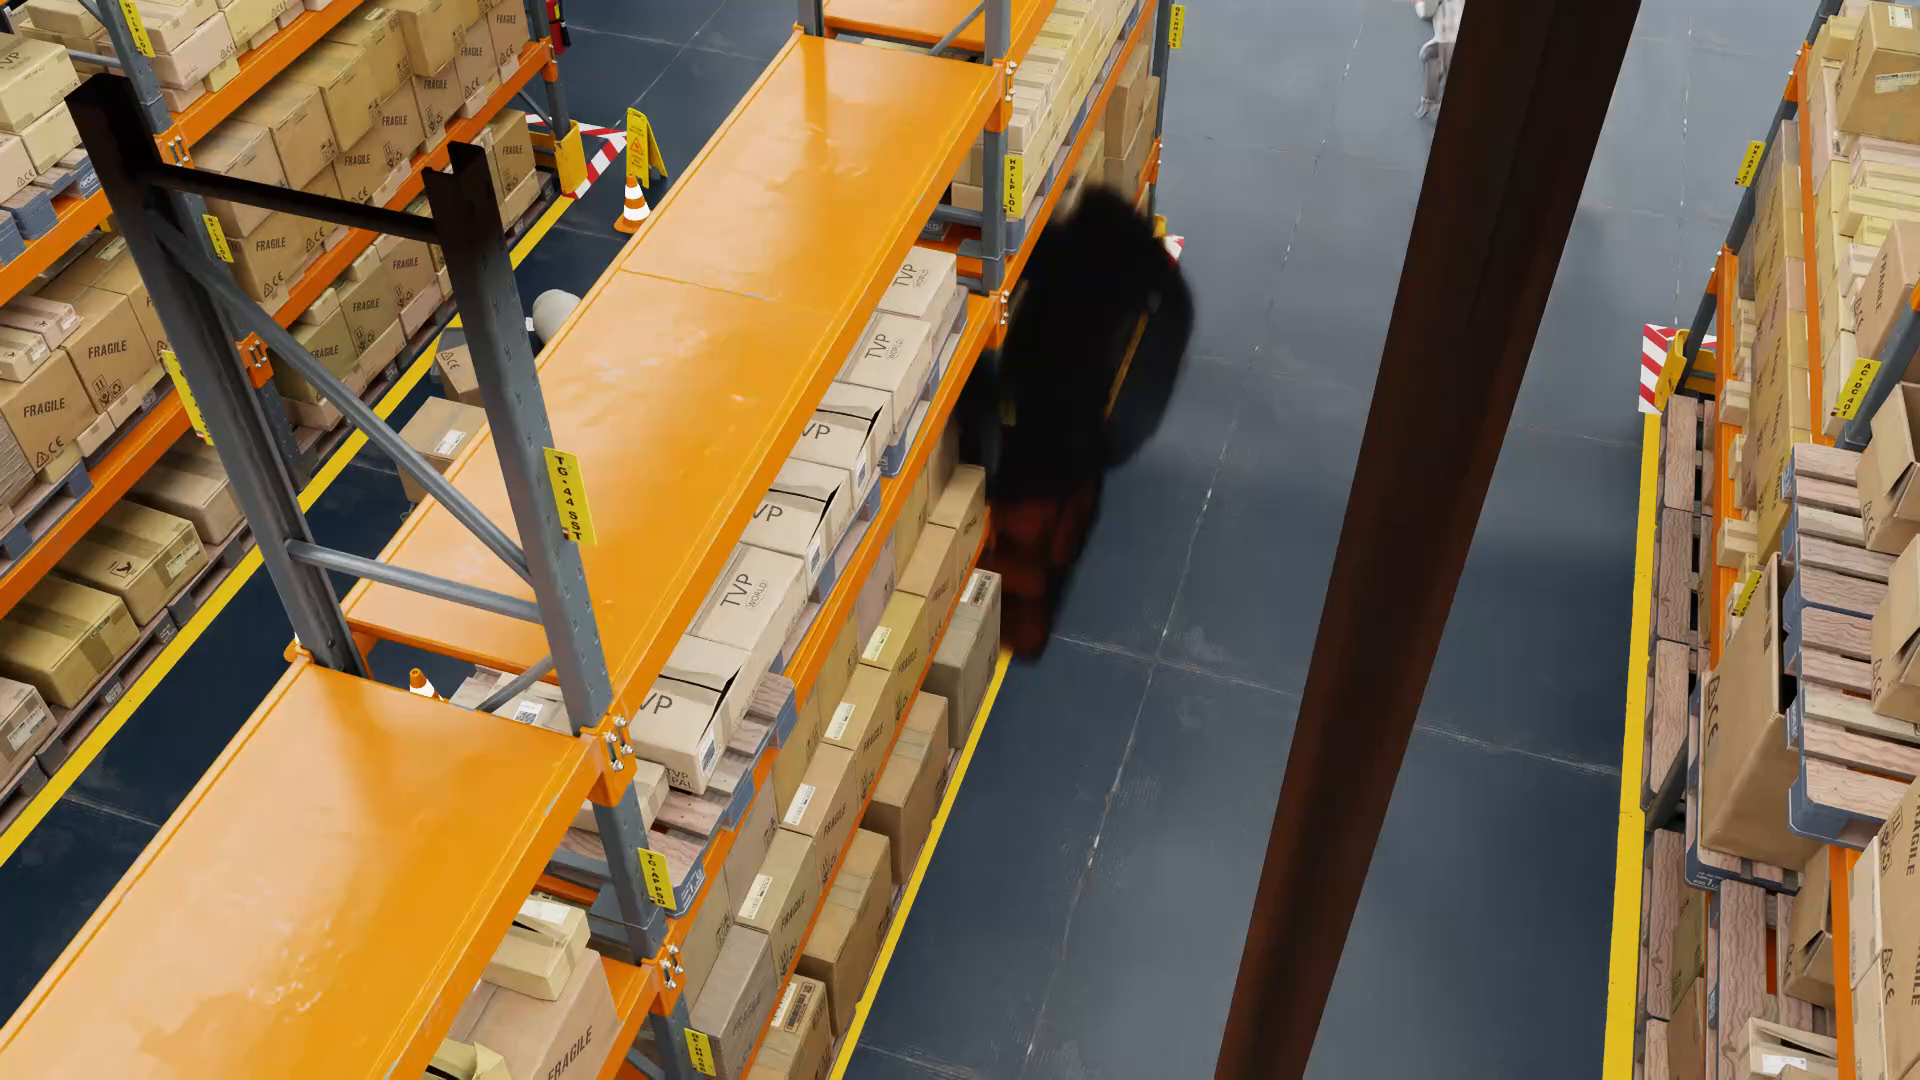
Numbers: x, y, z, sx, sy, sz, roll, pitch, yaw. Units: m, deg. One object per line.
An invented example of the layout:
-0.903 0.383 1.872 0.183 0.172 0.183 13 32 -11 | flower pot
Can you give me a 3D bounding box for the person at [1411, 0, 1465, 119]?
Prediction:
4.227 -4.245 14.159 0.696 1.708 0.995 -32 54 -27 | person
